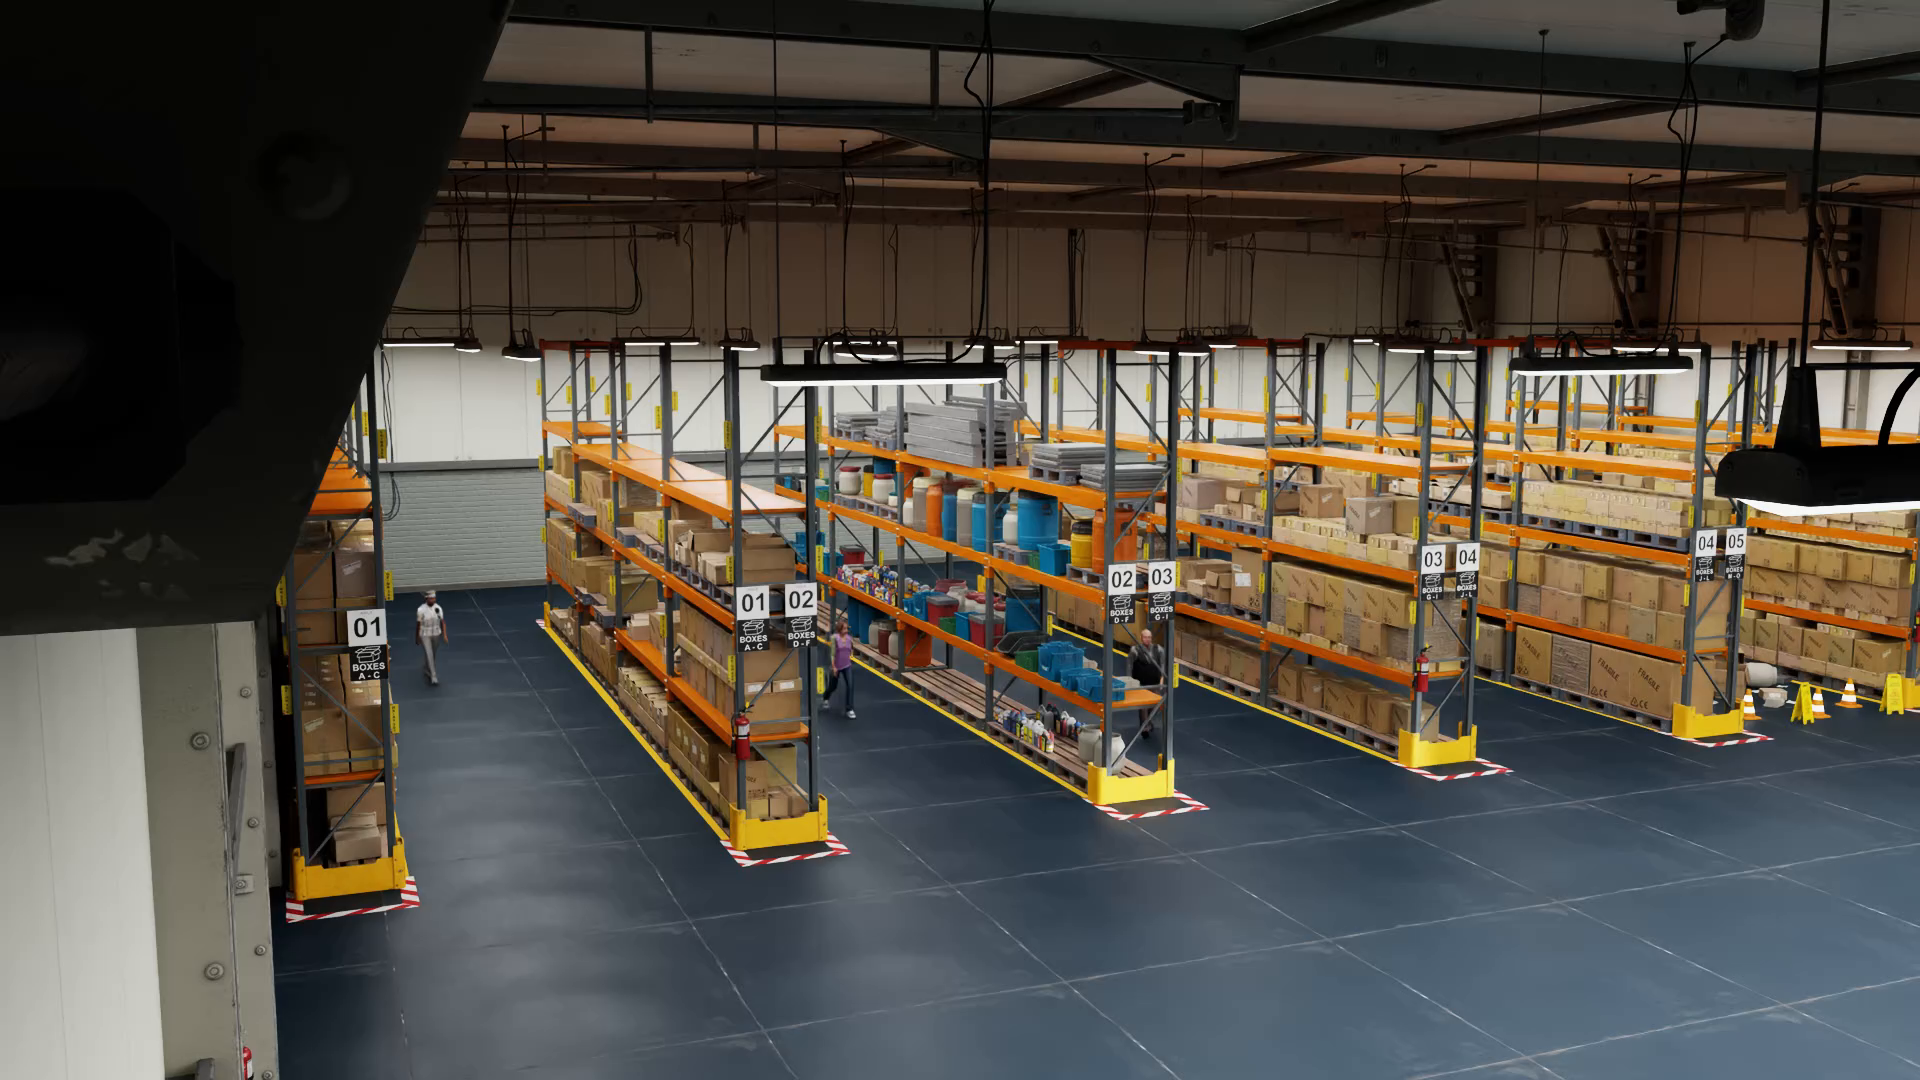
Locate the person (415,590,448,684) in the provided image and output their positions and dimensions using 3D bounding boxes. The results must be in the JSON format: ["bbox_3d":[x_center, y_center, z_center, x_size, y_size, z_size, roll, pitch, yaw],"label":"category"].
[{"bbox_3d":[-9.372,1.685,29.502,0.485,1.605,1.058,-5,9,-36],"label":"person"}]

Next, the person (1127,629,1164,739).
[{"bbox_3d":[2.851,2.179,25.563,0.600,1.702,0.617,-1,7,-6],"label":"person"}]

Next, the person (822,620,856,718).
[{"bbox_3d":[-1.952,2.057,26.933,0.418,1.526,0.942,-4,8,-28],"label":"person"}]

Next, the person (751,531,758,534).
[{"bbox_3d":[-4.691,0.627,37.491,0.462,1.660,0.519,-7,10,-44],"label":"person"}]
